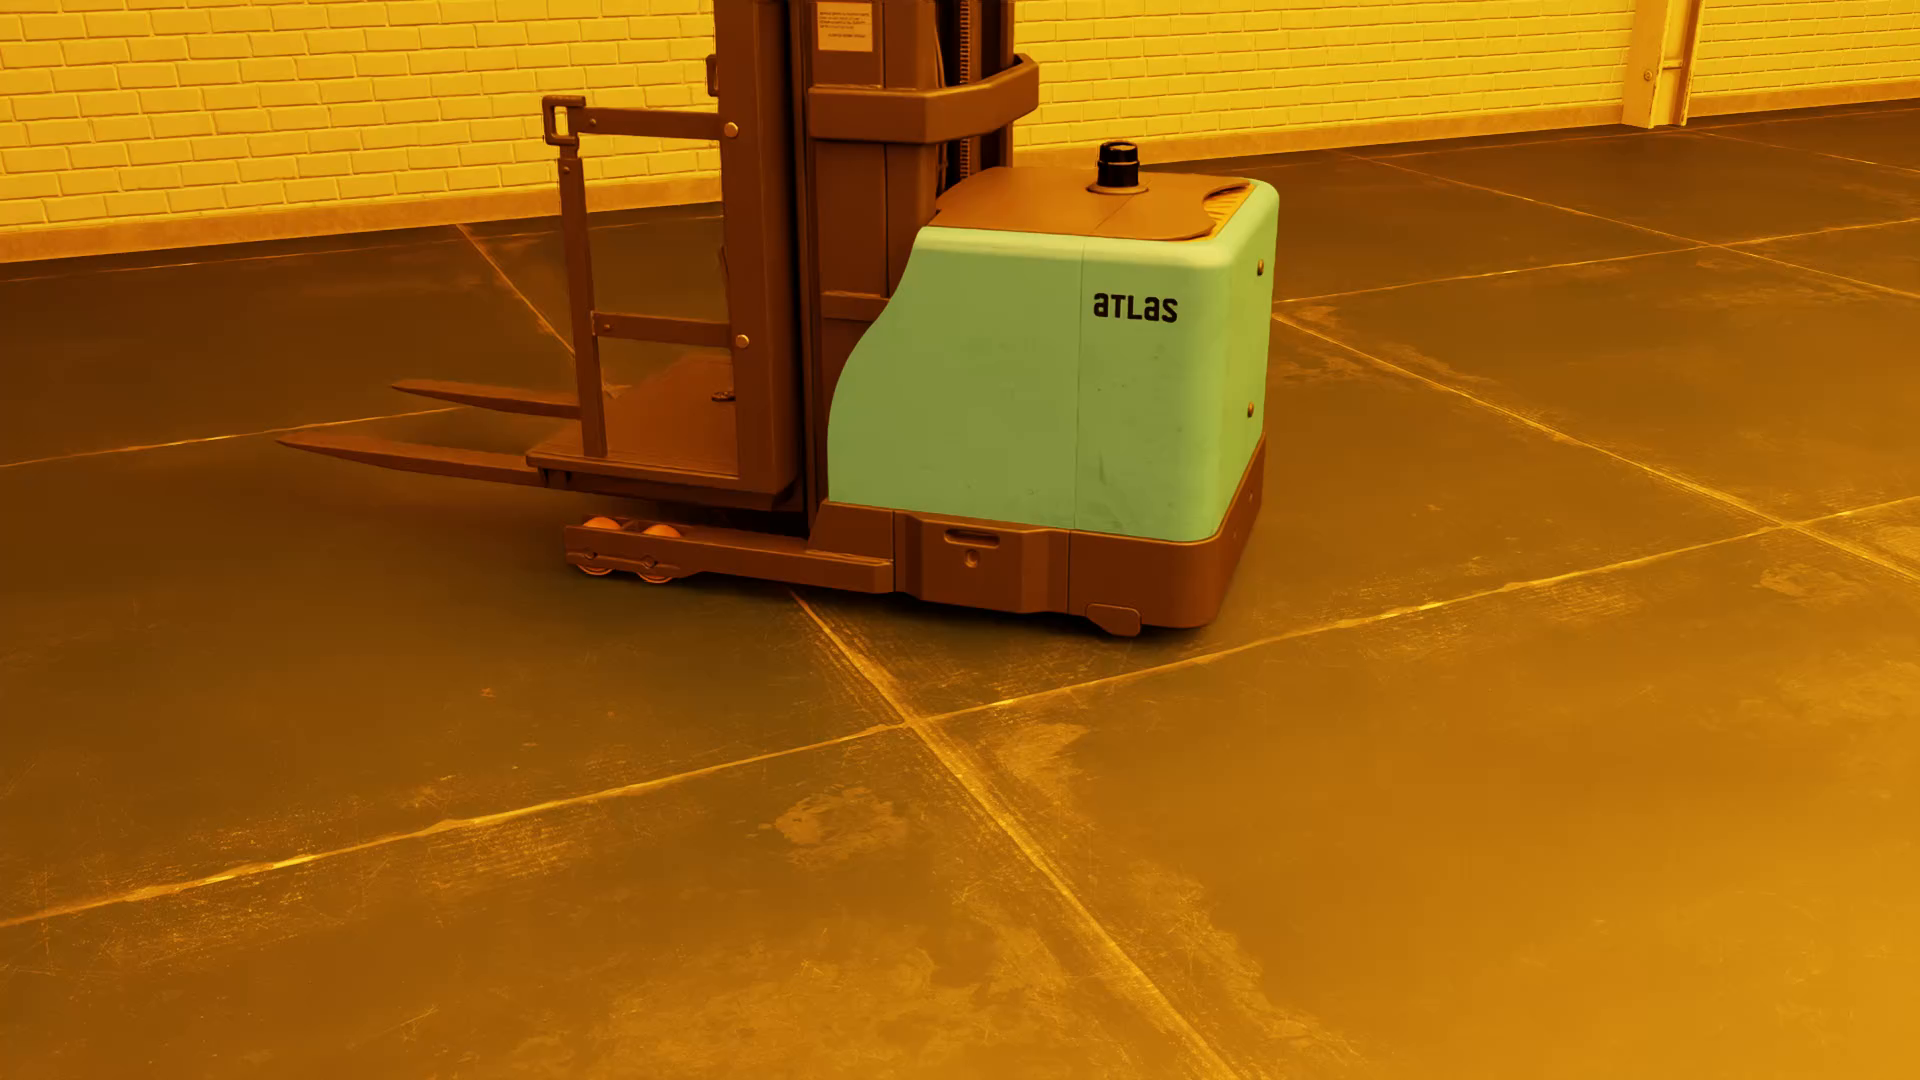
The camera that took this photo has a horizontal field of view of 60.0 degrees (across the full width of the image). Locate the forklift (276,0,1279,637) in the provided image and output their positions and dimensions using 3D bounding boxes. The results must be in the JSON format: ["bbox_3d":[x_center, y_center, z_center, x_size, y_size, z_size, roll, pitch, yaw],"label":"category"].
[{"bbox_3d":[-0.637,-1.412,4.685,3.031,2.935,1.130,7,24,16],"label":"forklift"}]
